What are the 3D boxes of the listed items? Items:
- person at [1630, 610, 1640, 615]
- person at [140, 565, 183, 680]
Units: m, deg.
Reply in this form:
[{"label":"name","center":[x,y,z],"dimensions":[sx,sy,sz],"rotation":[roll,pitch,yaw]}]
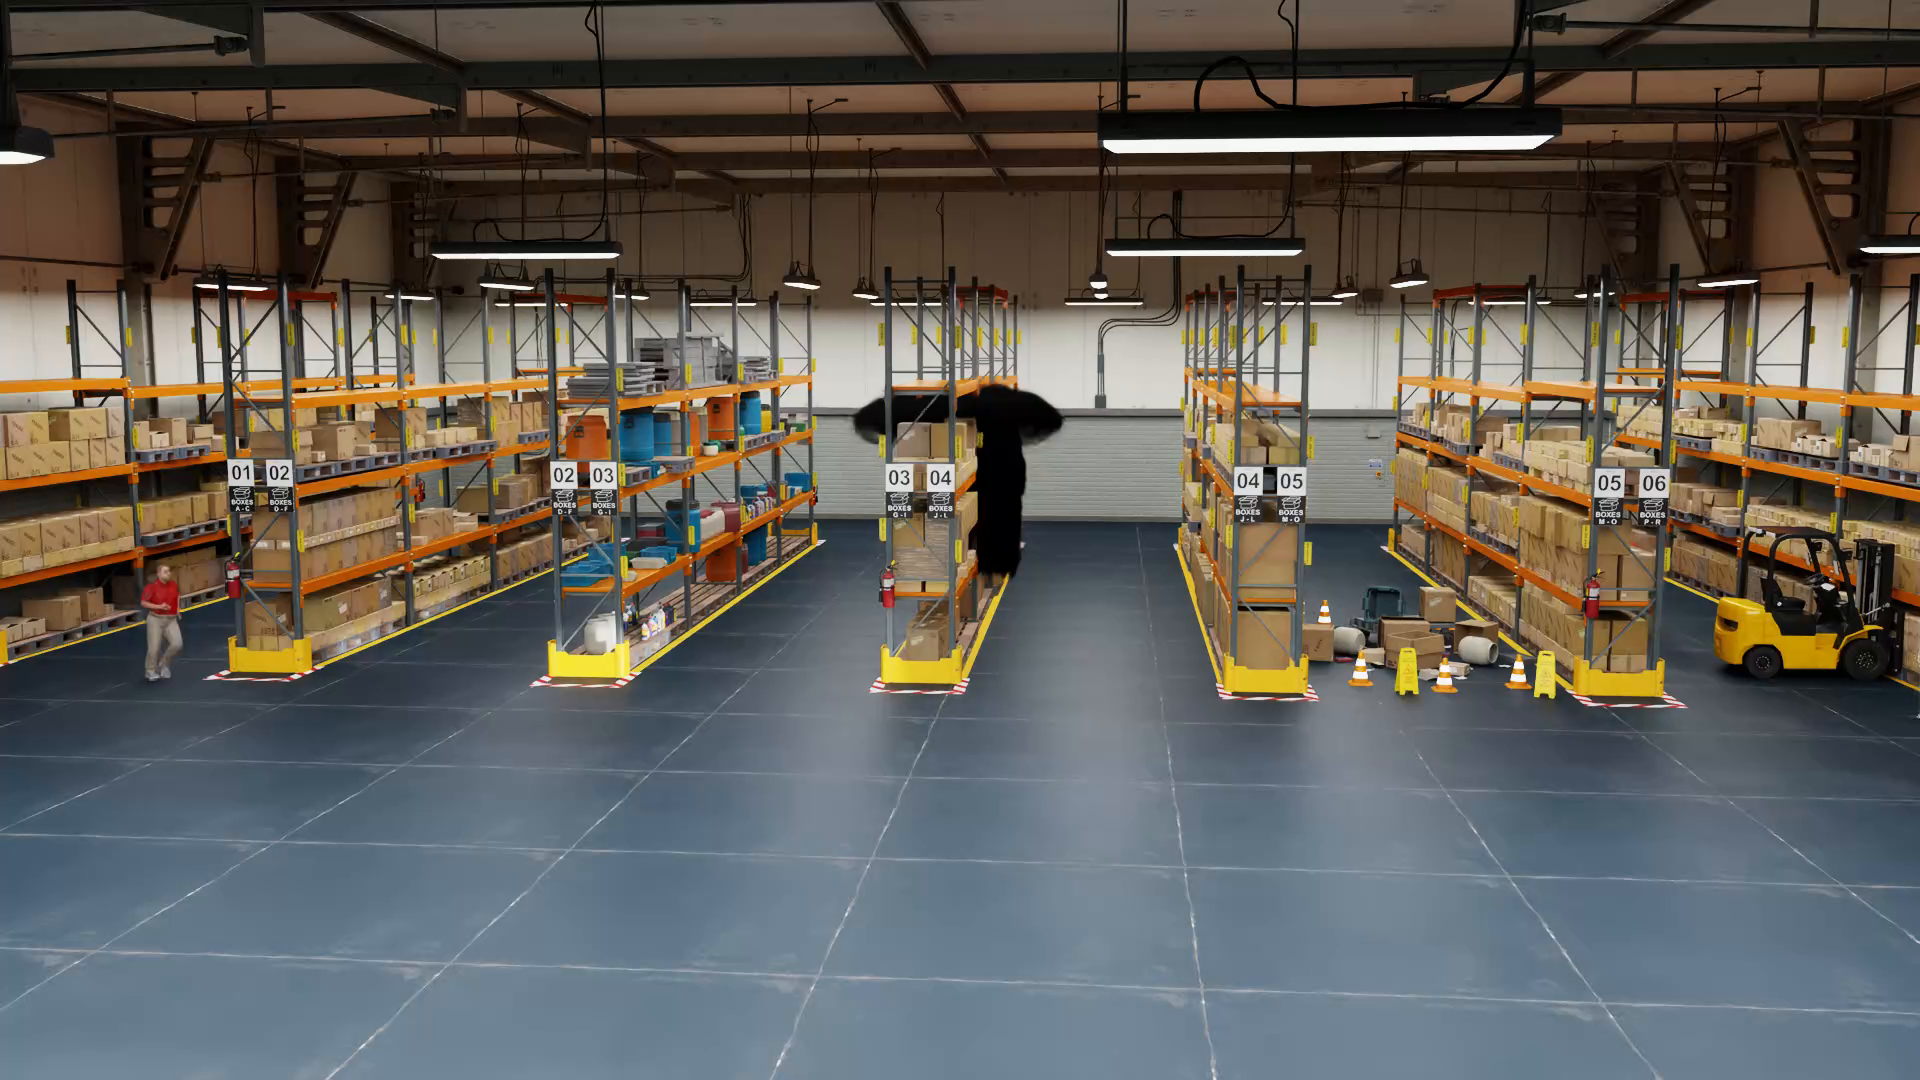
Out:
[{"label":"person","center":[11.537,0.723,28.923],"dimensions":[0.673,1.581,1.008],"rotation":[-2,7,-14]},{"label":"person","center":[-11.617,1.224,24.329],"dimensions":[0.697,1.719,0.664],"rotation":[6,9,40]}]
